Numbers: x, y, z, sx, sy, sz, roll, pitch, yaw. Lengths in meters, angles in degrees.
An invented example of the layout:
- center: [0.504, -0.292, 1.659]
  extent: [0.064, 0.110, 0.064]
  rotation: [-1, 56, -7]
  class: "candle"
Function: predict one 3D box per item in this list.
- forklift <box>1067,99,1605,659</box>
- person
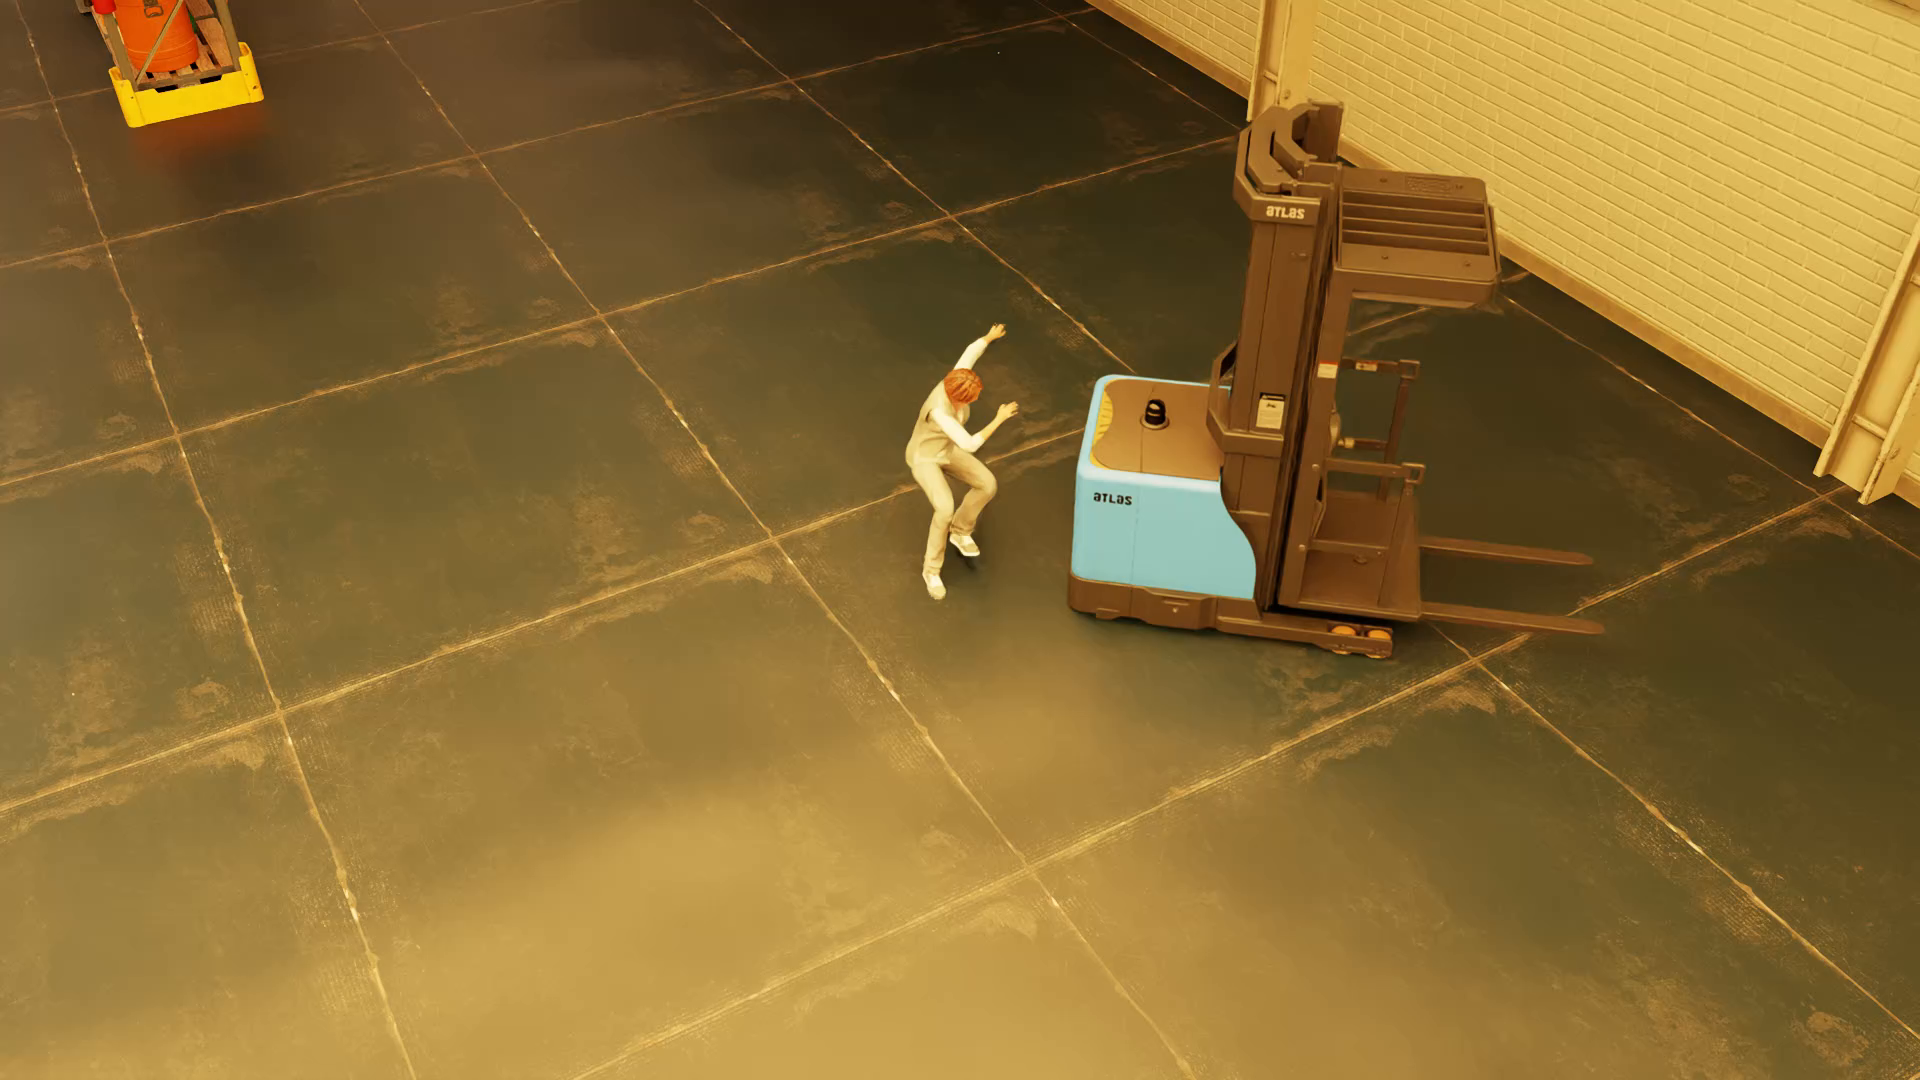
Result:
- center: [2.199, -0.819, 9.023]
  extent: [3.031, 2.935, 1.130]
  rotation: [7, 40, 8]
  class: "forklift"
- center: [0.053, -0.544, 9.997]
  extent: [0.665, 1.303, 1.305]
  rotation: [21, 44, 24]
  class: "person"
